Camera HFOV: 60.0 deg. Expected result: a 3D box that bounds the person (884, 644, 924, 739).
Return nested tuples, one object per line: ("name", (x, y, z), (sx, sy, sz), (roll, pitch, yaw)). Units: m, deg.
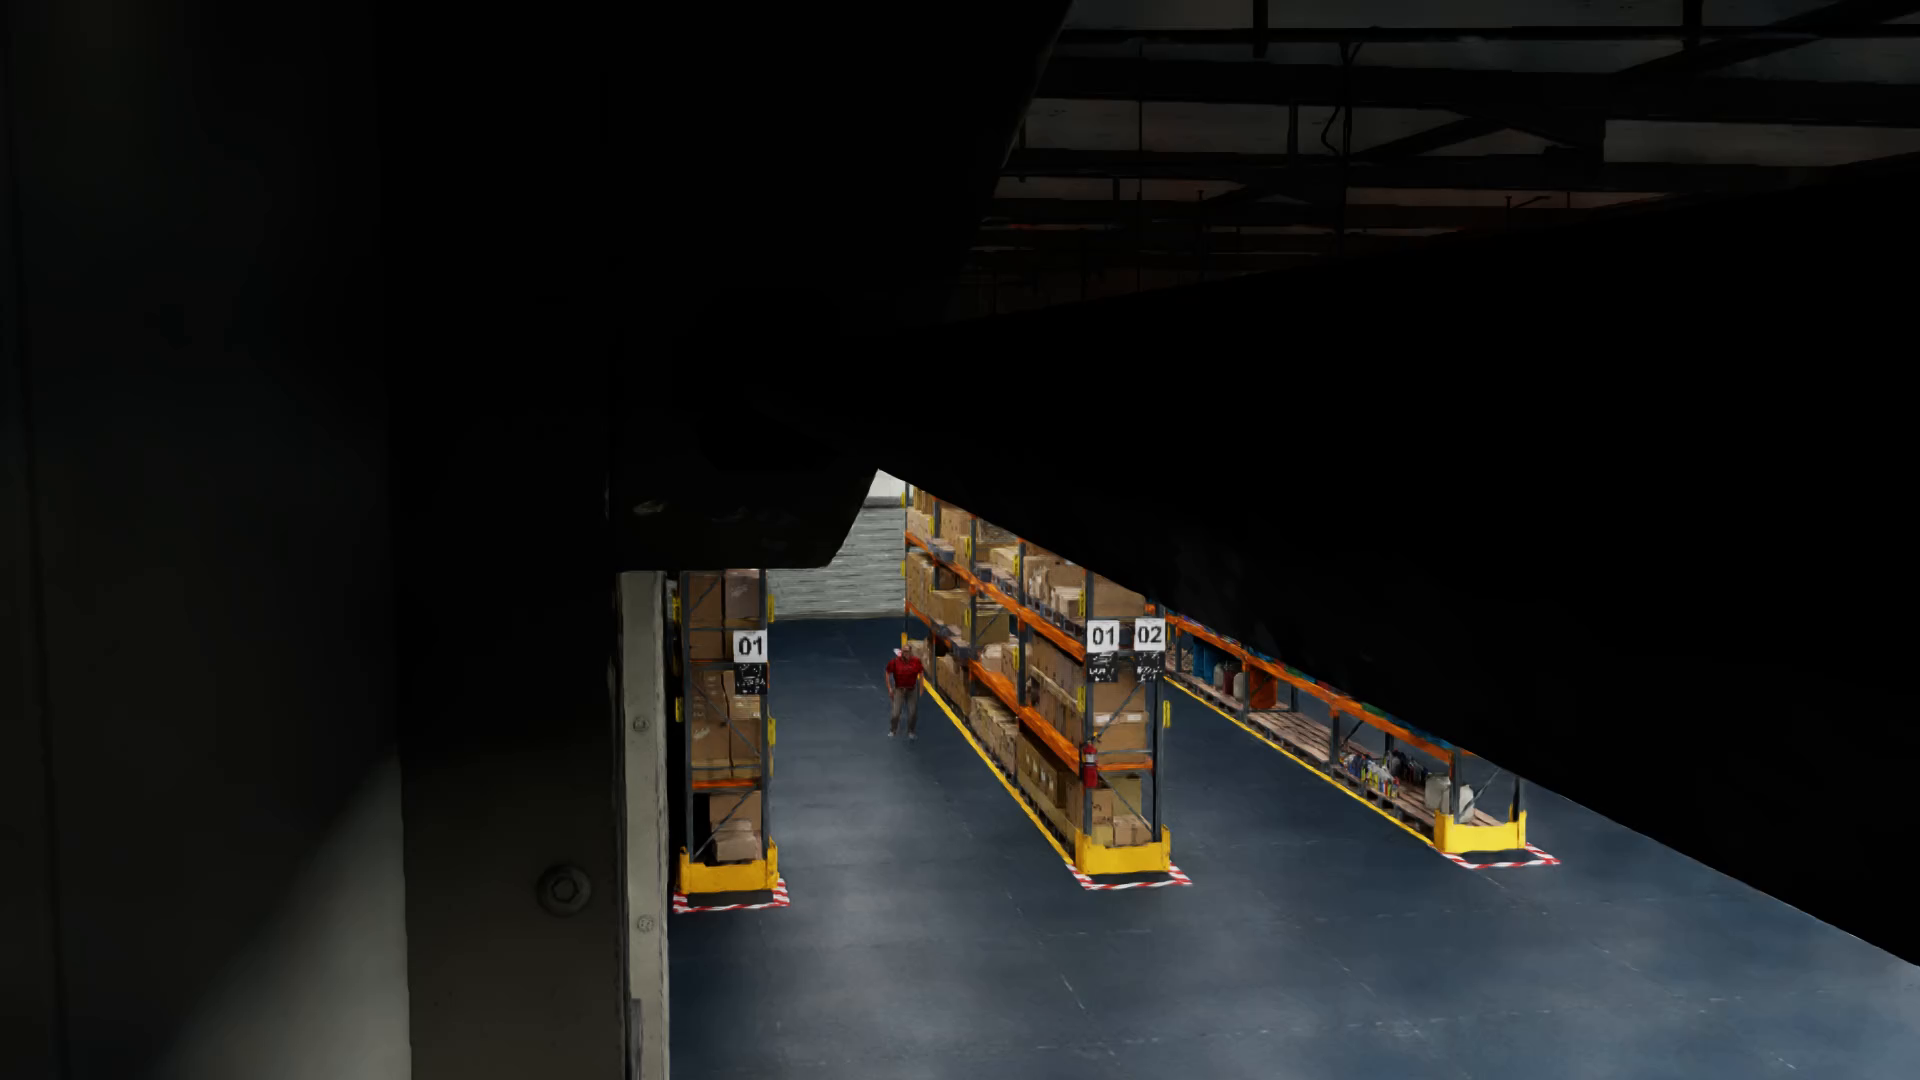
("person", (-0.944, 2.573, 28.274), (0.682, 1.676, 0.535), (-1, 6, -12))
